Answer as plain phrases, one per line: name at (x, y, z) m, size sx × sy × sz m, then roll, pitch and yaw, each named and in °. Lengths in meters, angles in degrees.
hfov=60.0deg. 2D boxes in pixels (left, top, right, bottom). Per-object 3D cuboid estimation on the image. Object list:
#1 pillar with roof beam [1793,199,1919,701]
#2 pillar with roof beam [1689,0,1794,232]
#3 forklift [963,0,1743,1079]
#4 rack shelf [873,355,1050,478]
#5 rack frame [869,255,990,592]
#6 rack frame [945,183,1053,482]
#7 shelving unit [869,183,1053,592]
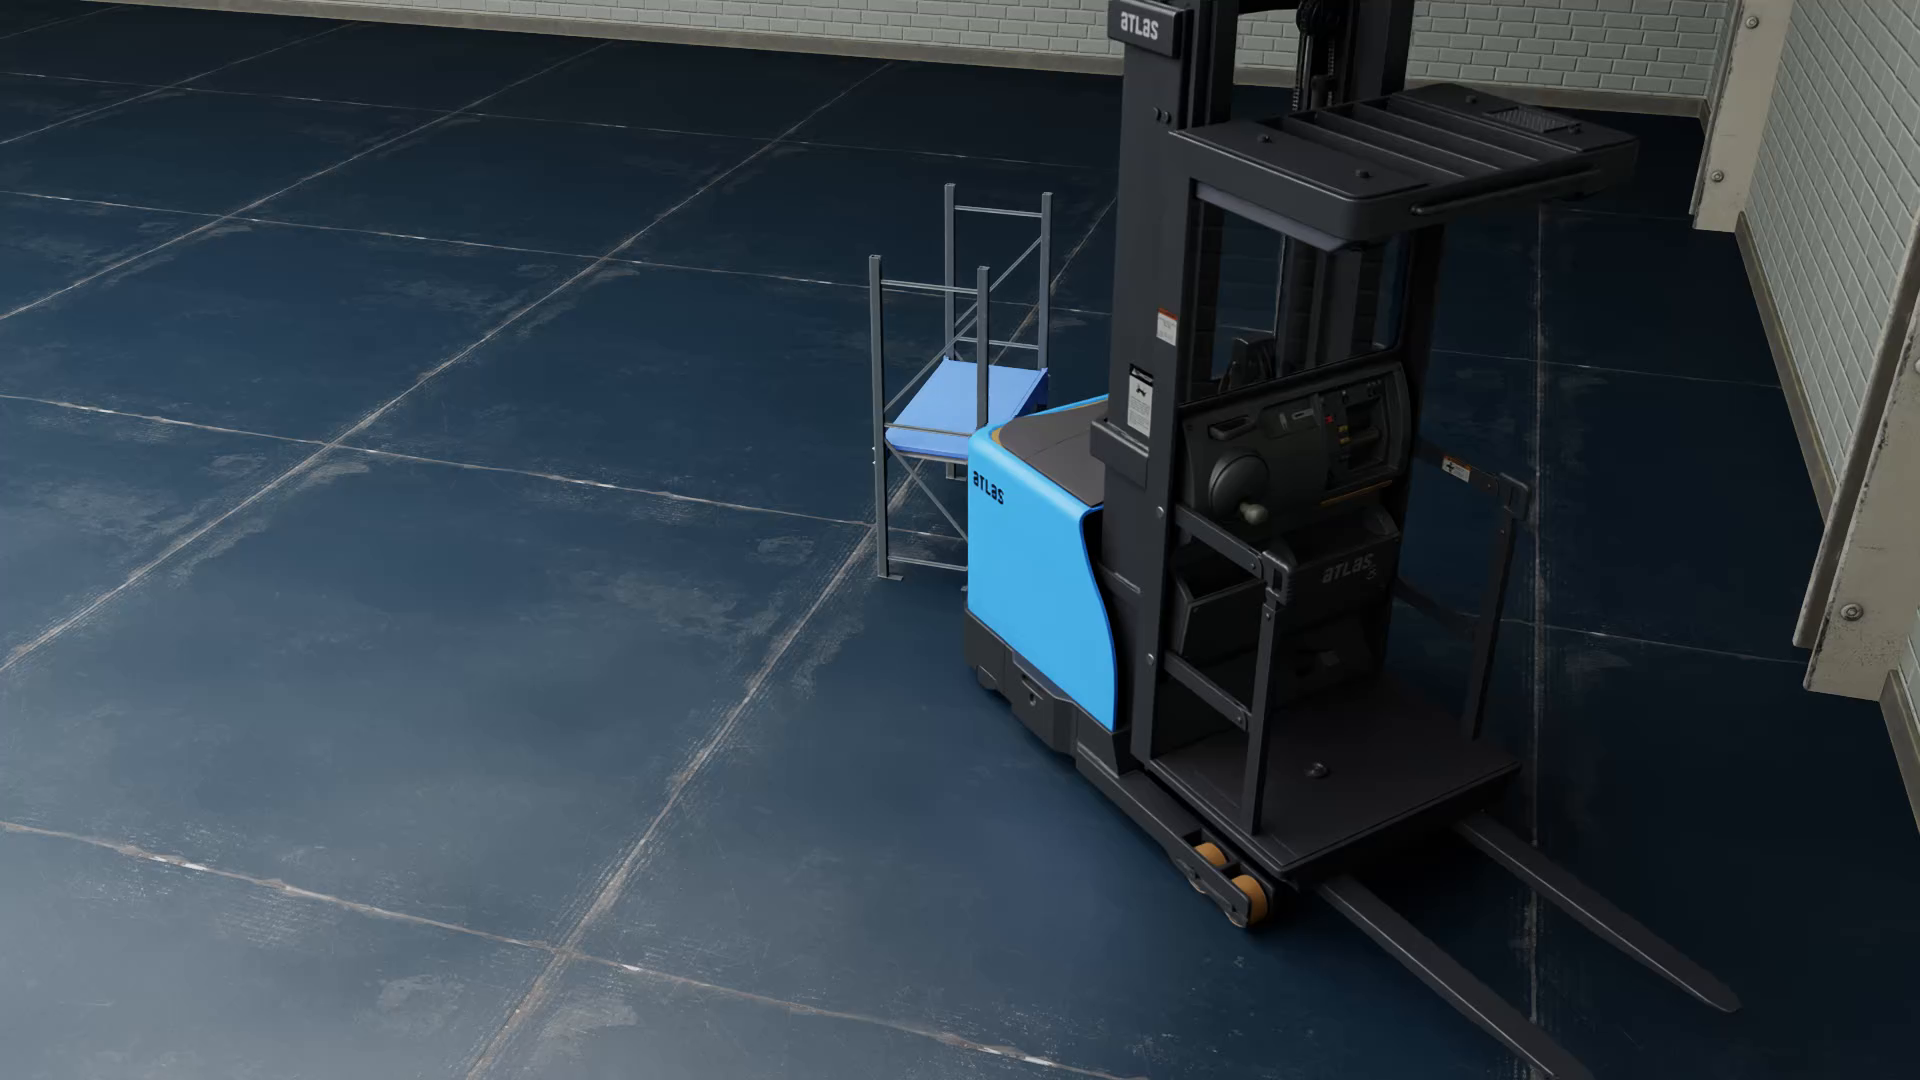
pillar with roof beam at (-0.521, -4.016, 5.712) m, size 9.100 × 9.000 × 0.400 m, roll 8°, pitch 30°, yaw 15°
pillar with roof beam at (1.240, -6.804, 10.725) m, size 9.100 × 9.000 × 0.400 m, roll 8°, pitch 30°, yaw 15°
forklift at (1.212, -0.271, 5.221) m, size 1.130 × 2.935 × 3.031 m, roll -17°, pitch 33°, yaw -27°
rack shelf at (0.025, -0.538, 7.544) m, size 0.538 × 0.185 × 1.000 m, roll 8°, pitch 30°, yaw 15°
rack frame at (-0.124, -0.459, 7.032) m, size 0.500 × 1.500 × 0.032 m, roll 8°, pitch 30°, yaw 15°
rack frame at (0.174, -0.931, 7.881) m, size 0.500 × 1.500 × 0.032 m, roll 8°, pitch 30°, yaw 15°
shelving unit at (0.025, -0.695, 7.457) m, size 0.538 × 1.500 × 1.048 m, roll 8°, pitch 30°, yaw 15°
